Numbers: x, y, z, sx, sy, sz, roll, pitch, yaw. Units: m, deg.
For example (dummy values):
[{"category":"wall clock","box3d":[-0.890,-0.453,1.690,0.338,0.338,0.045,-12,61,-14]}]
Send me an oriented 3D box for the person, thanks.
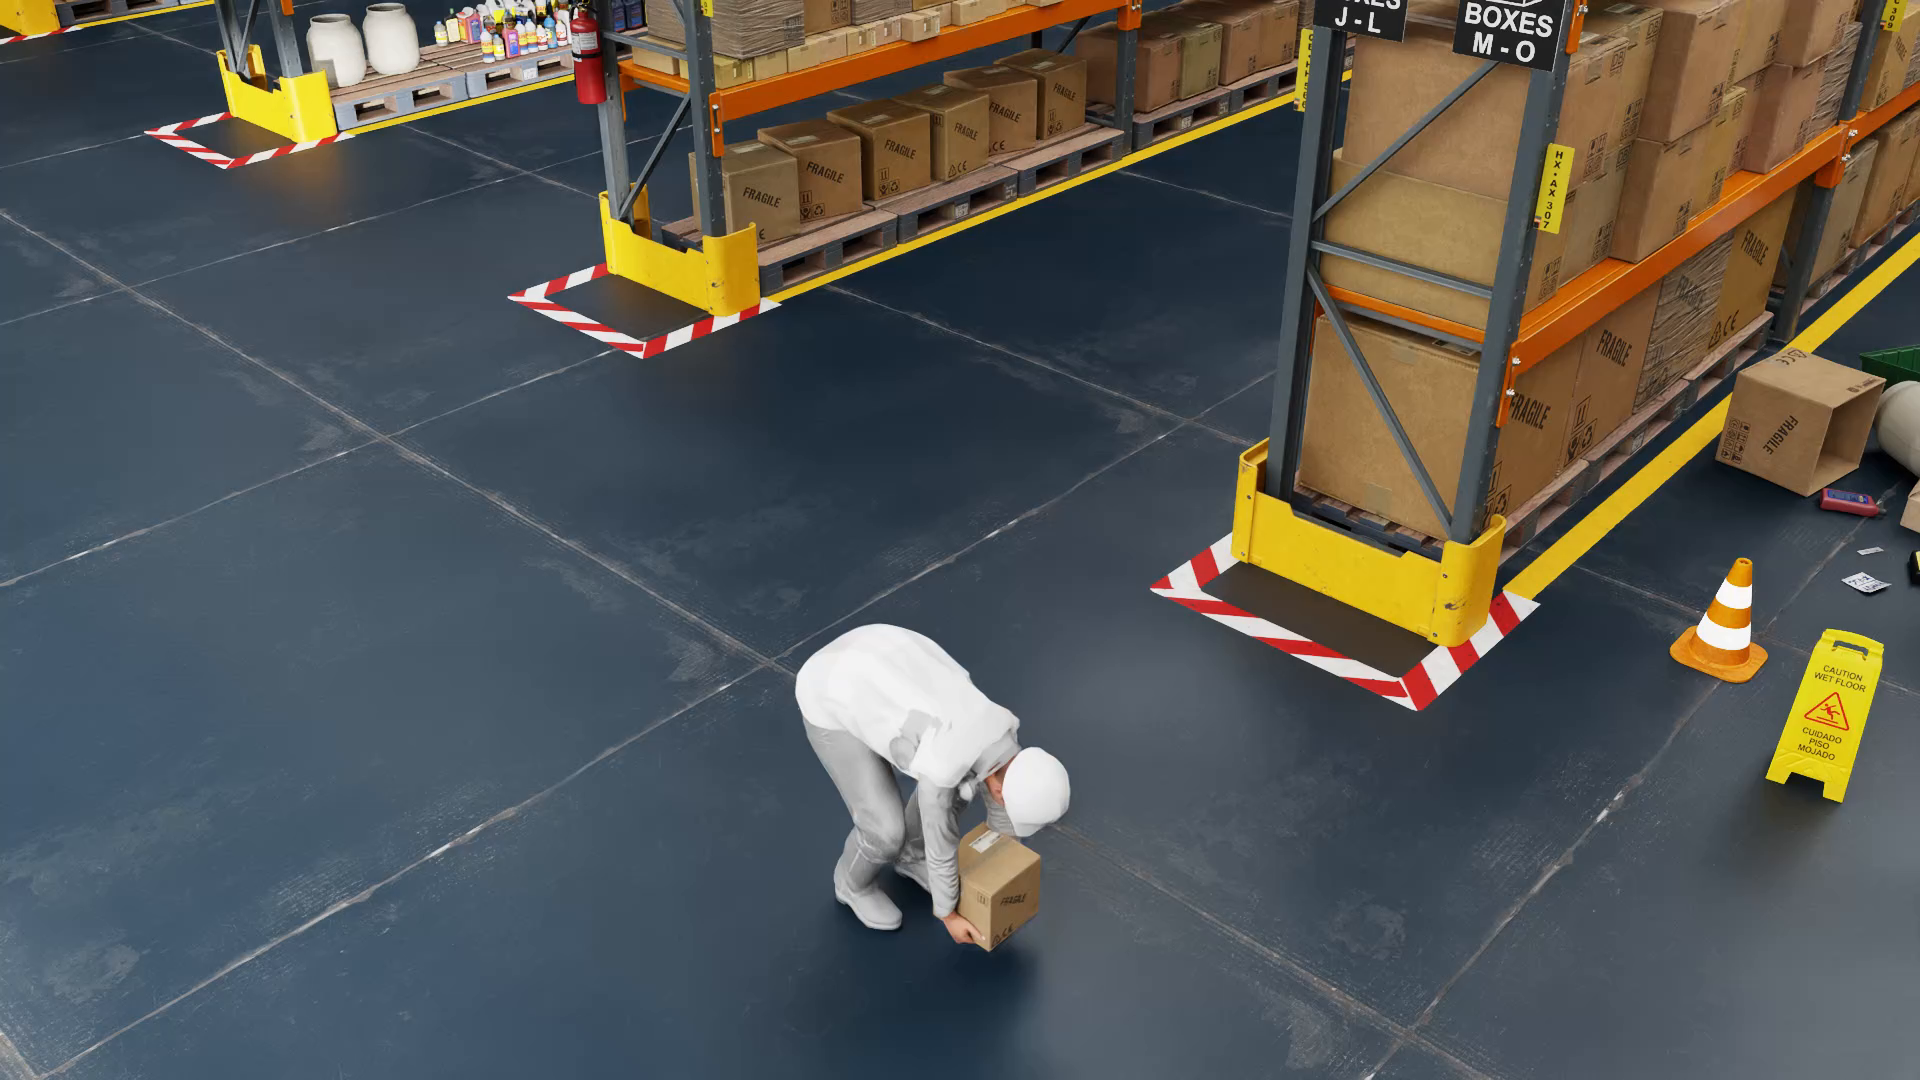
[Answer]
[{"category":"person","box3d":[-0.067,0.834,5.410,1.009,1.066,0.476,23,38,33]}]
